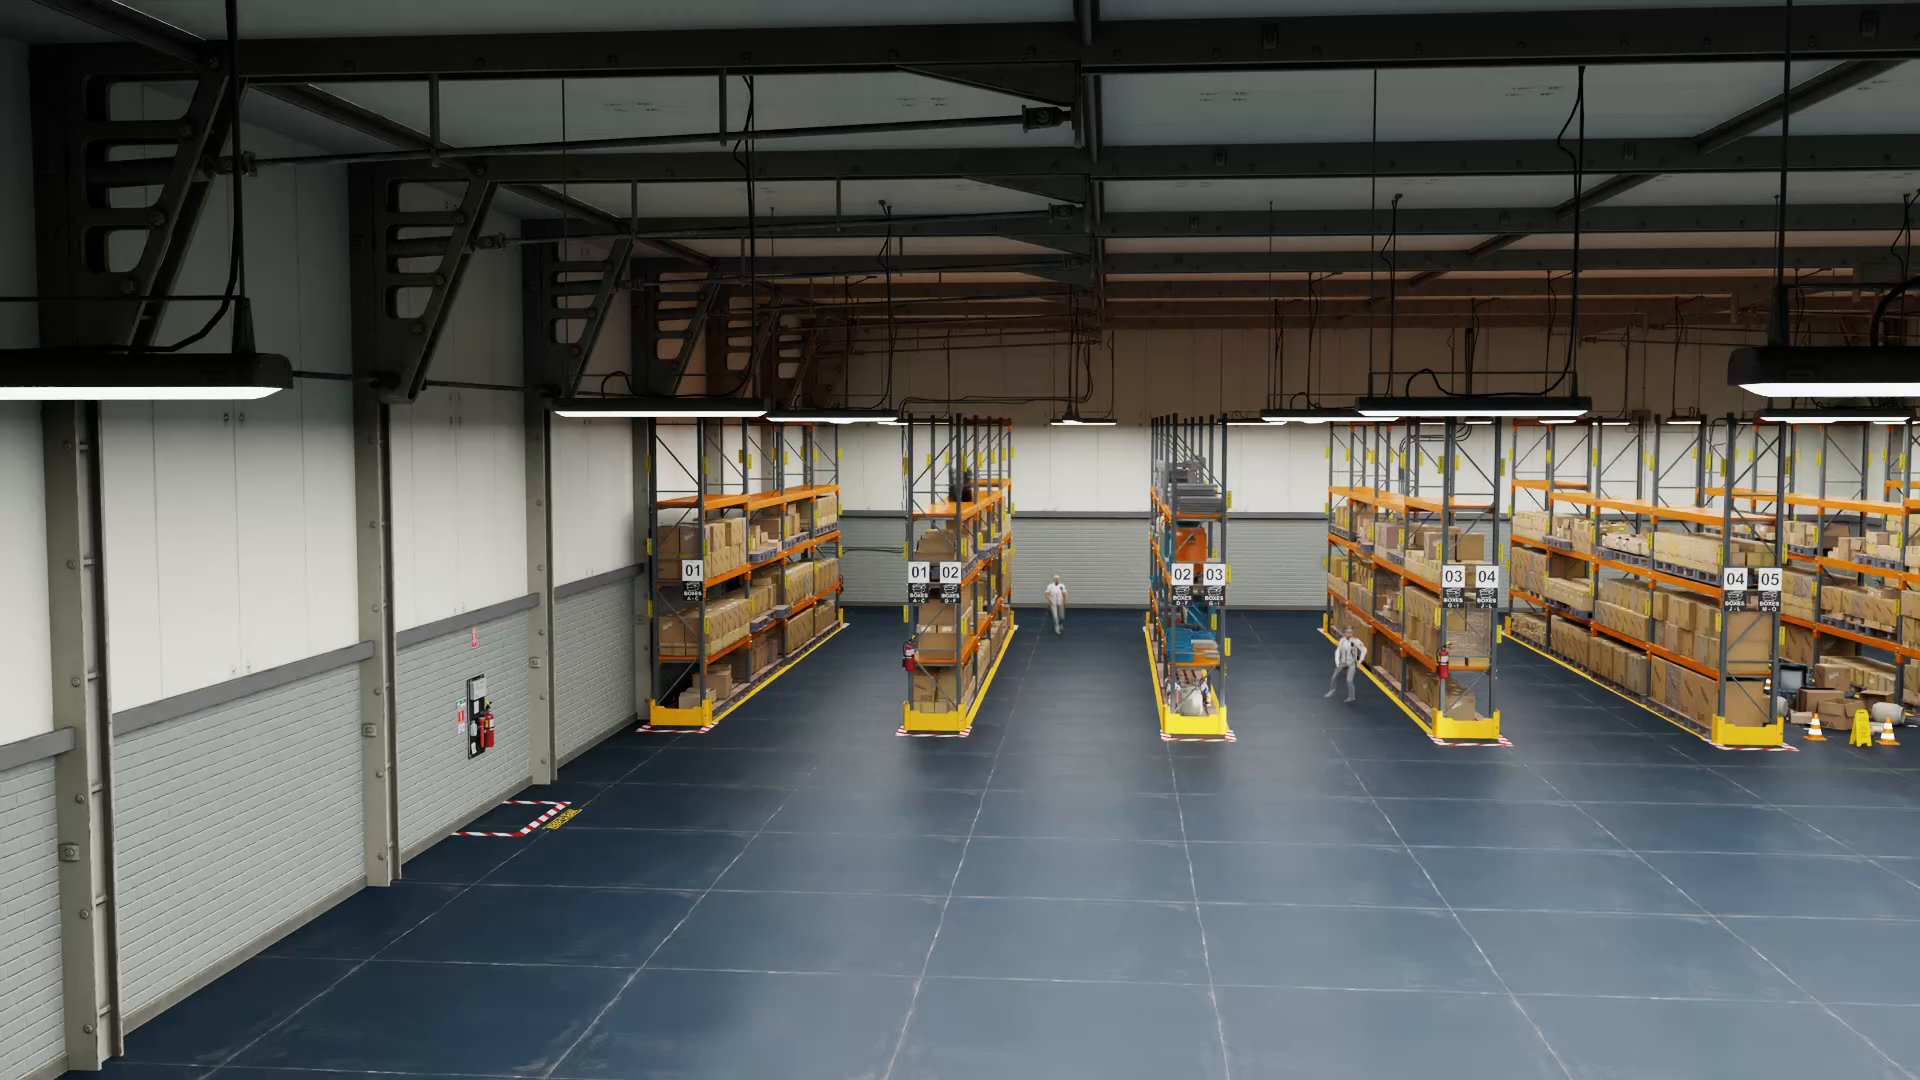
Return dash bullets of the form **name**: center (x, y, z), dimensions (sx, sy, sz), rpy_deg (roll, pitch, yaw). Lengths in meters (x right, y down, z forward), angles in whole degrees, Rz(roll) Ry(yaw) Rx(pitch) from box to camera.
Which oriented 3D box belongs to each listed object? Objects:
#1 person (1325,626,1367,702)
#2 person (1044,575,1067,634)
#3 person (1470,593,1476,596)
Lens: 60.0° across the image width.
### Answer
- **person**: center (8.061, 2.591, 34.913), dimensions (0.894, 1.618, 0.446), rpy_deg (4, 5, 44)
- **person**: center (2.676, 1.794, 46.491), dimensions (0.634, 1.641, 0.538), rpy_deg (0, 4, -6)
- **person**: center (14.044, 1.758, 46.193), dimensions (0.687, 1.762, 0.883), rpy_deg (3, 5, 34)
